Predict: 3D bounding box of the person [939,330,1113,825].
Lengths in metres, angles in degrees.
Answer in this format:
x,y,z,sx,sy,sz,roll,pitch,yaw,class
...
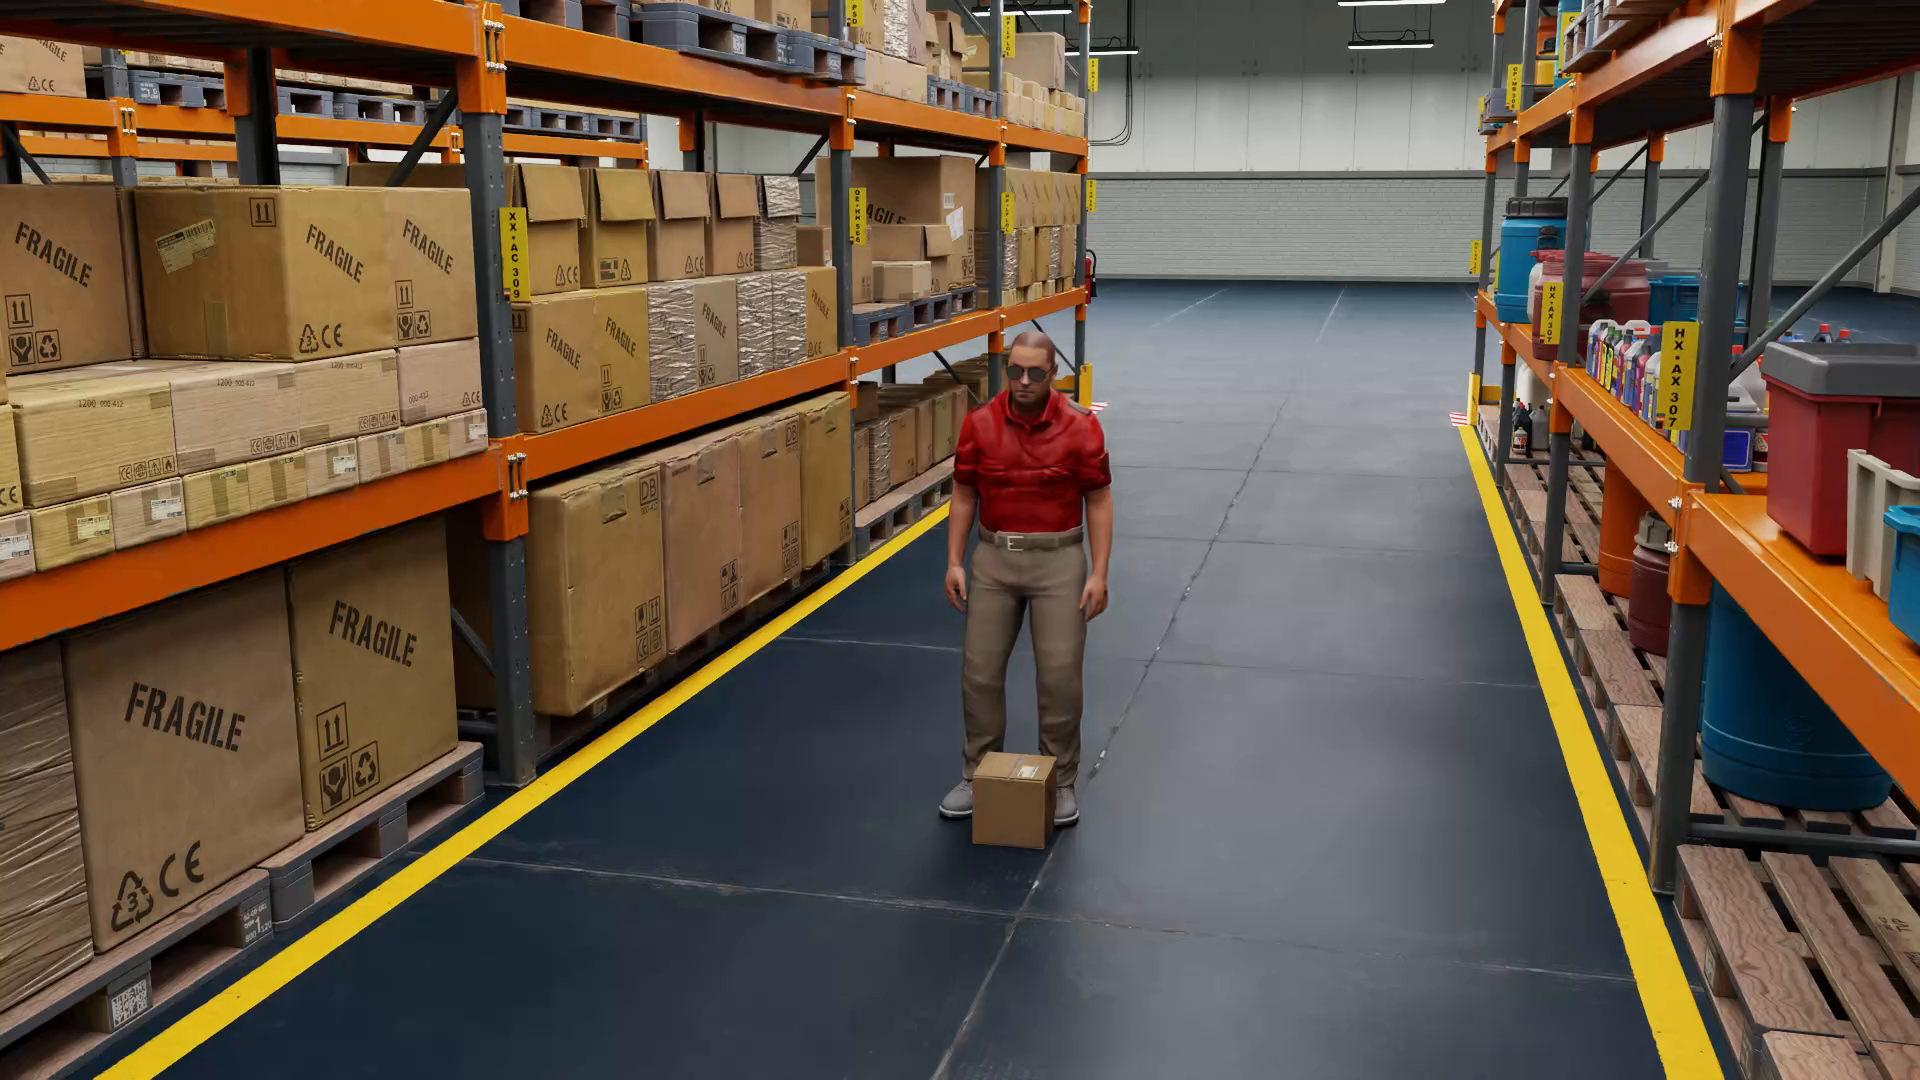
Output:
x,y,z,sx,sy,sz,roll,pitch,yaw,class
0.238,0.125,5.861,0.588,1.726,0.389,3,12,13,person
